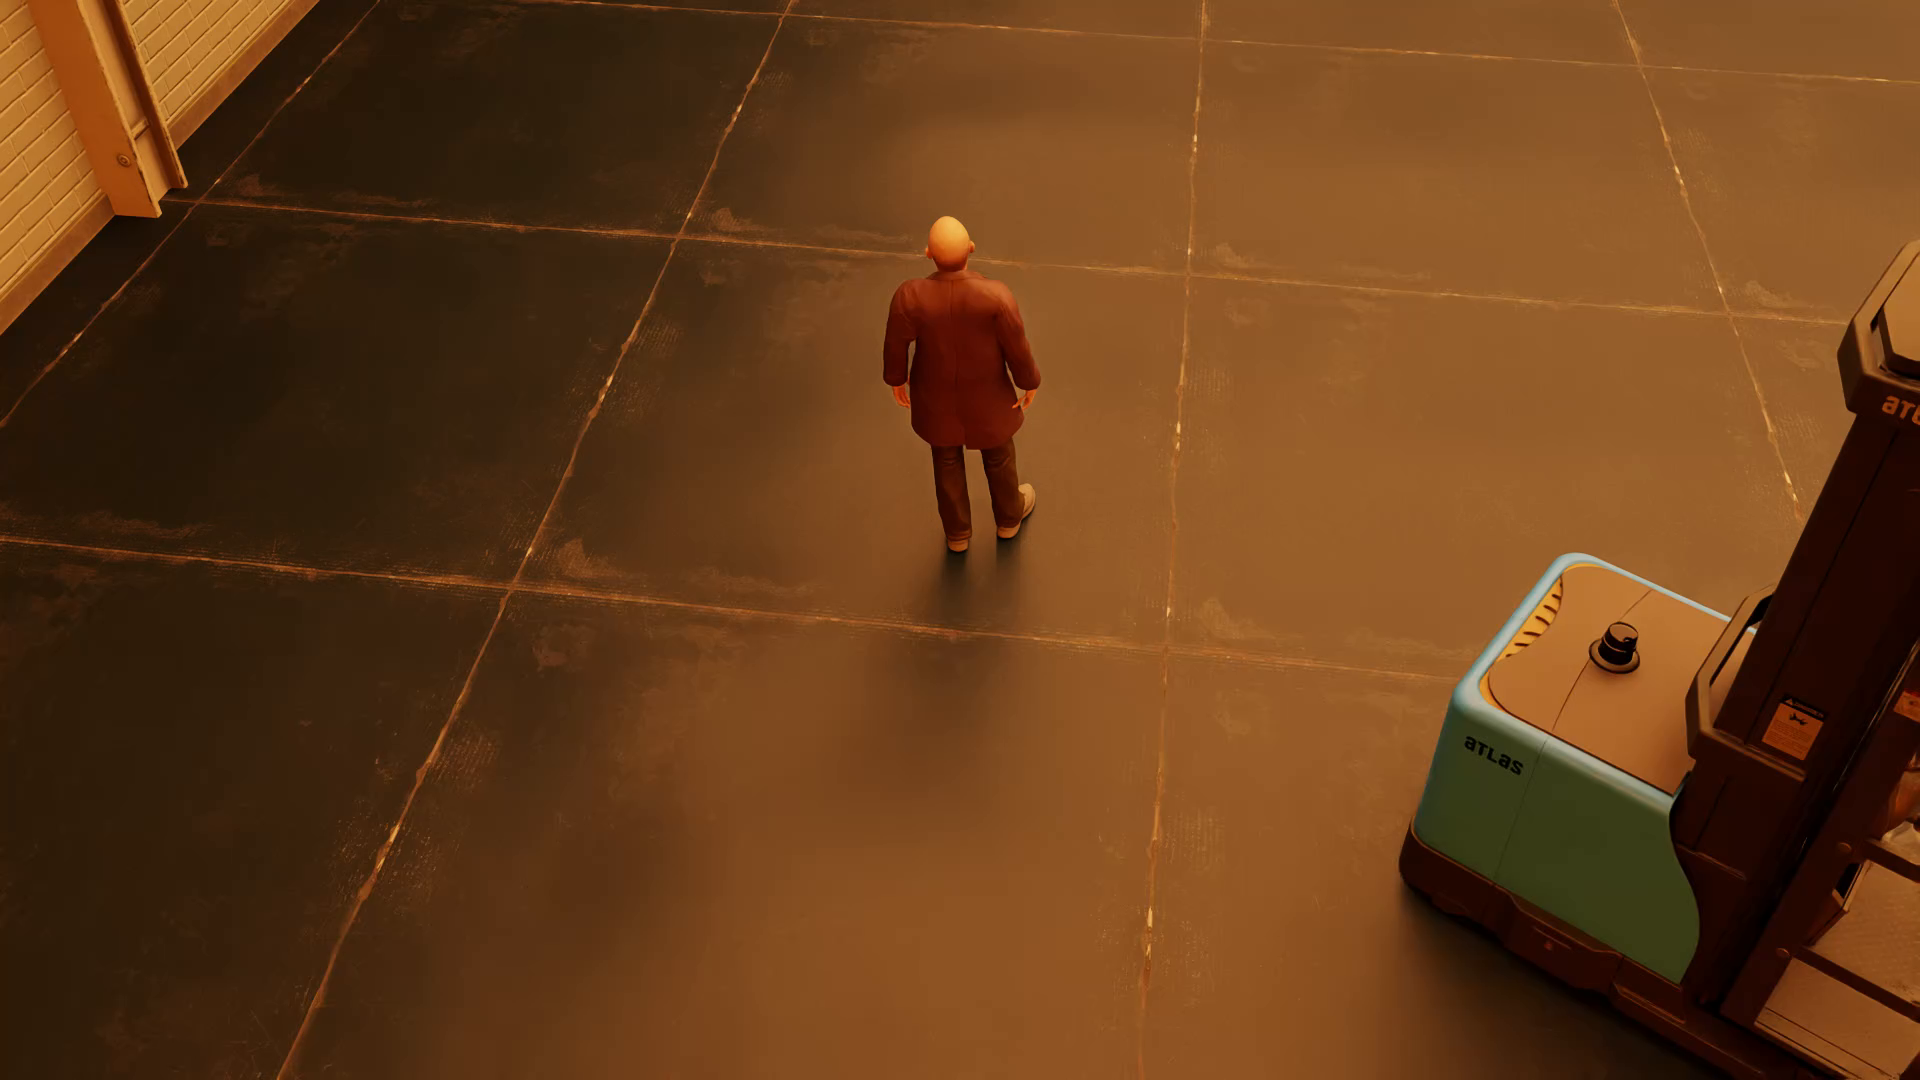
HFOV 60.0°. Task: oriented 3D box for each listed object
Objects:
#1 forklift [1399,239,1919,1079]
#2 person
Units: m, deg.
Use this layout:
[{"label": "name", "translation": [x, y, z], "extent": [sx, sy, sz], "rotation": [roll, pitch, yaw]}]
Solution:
[{"label": "forklift", "translation": [3.160, 0.611, 5.059], "extent": [3.031, 2.935, 1.130], "rotation": [28, 50, 27]}, {"label": "person", "translation": [0.016, -0.722, 7.351], "extent": [0.698, 1.778, 0.579], "rotation": [5, 43, 6]}]
